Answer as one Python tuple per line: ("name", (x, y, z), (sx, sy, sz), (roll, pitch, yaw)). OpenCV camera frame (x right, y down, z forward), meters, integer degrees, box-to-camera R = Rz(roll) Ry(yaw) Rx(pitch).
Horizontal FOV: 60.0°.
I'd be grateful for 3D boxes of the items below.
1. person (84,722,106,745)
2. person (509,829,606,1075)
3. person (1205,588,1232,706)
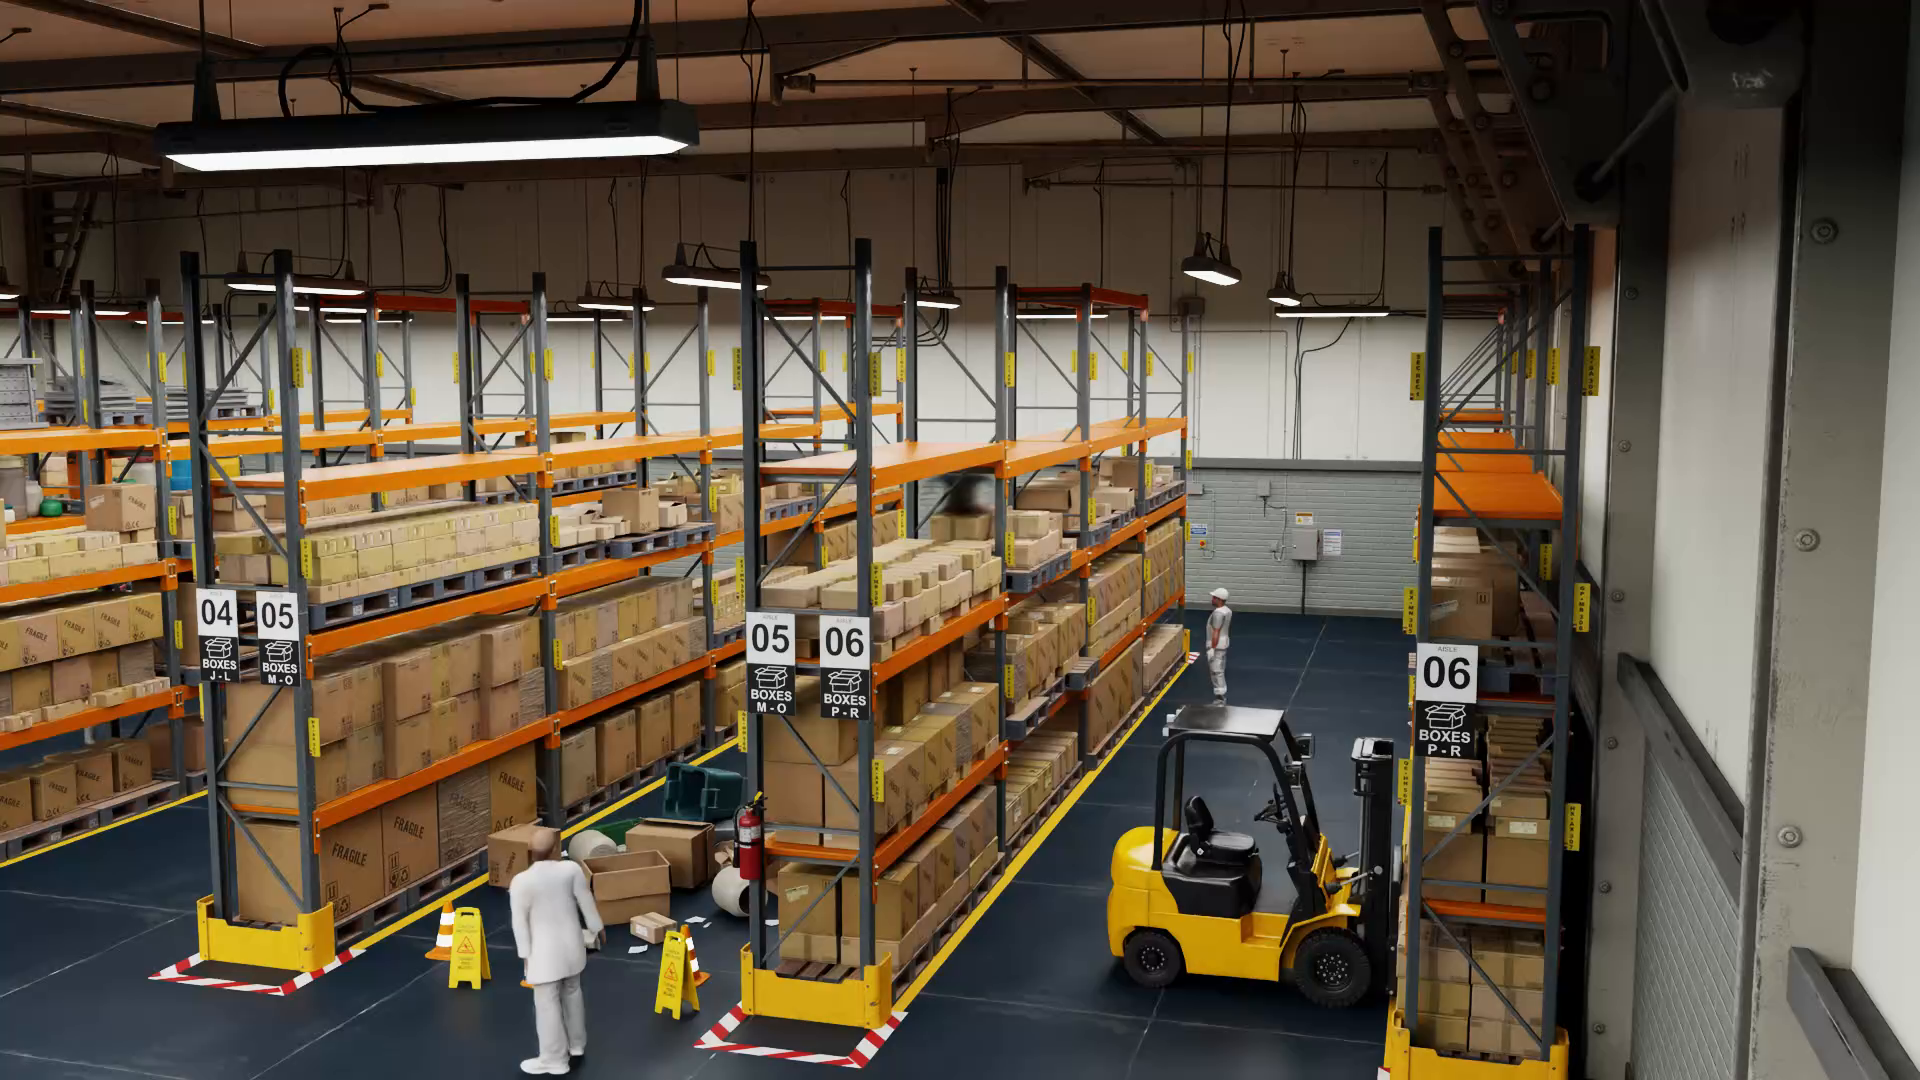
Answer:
("person", (-10.923, 2.009, 21.048), (0.527, 1.702, 0.394), (-5, 8, -35))
("person", (-2.904, 2.937, 12.032), (0.469, 1.795, 0.750), (6, 9, 44))
("person", (3.729, 1.584, 24.096), (0.338, 1.799, 0.600), (3, 7, 24))
